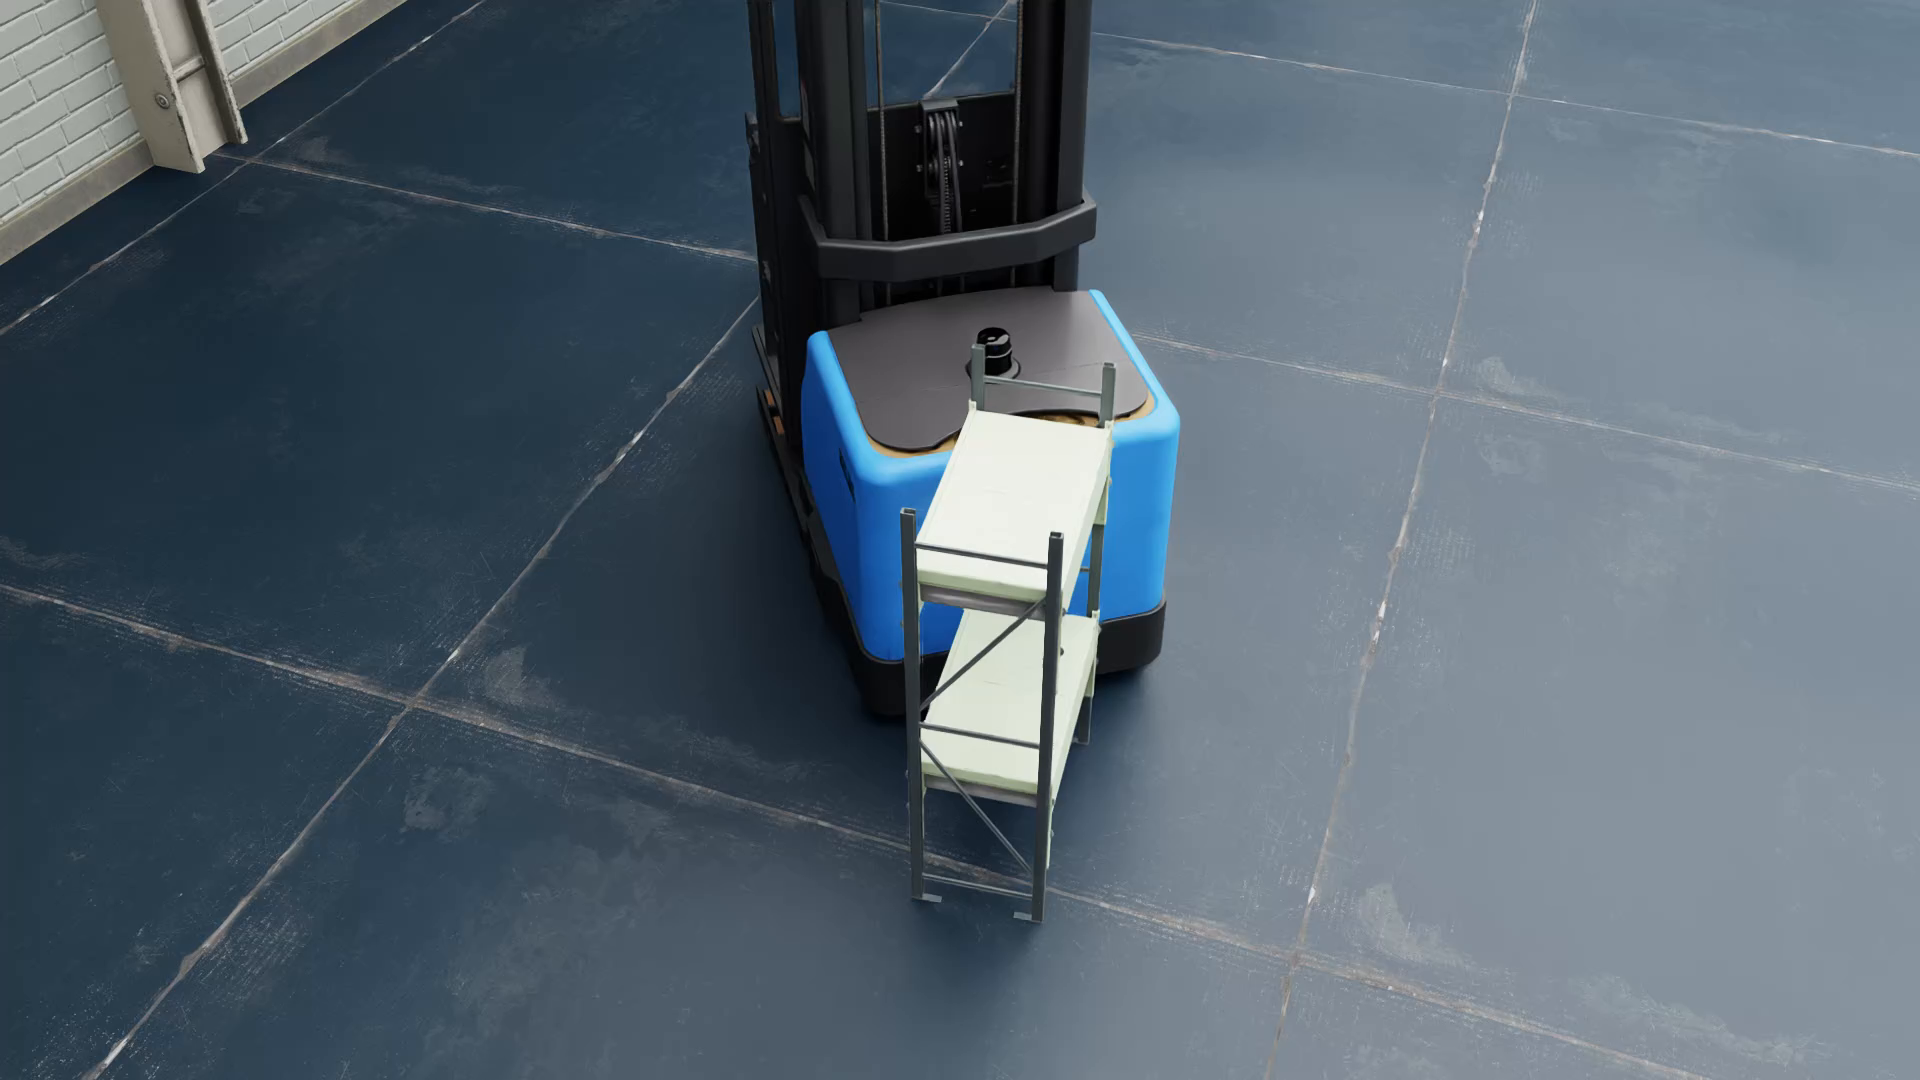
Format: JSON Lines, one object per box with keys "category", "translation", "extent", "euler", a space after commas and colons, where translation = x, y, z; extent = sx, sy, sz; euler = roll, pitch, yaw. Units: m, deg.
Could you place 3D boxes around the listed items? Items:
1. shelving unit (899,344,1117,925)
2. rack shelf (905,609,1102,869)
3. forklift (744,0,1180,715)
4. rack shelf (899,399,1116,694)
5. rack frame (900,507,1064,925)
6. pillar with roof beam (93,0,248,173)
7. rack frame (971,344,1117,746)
{"category": "shelving unit", "translation": [0.140, 0.299, 4.744], "extent": [0.431, 1.500, 0.755], "euler": [9, 41, 11]}
{"category": "rack shelf", "translation": [0.140, 0.547, 4.956], "extent": [0.431, 0.370, 0.720], "euler": [9, 41, 11]}
{"category": "forklift", "translation": [-0.196, -1.505, 5.756], "extent": [1.130, 2.935, 3.031], "euler": [-10, 42, -12]}
{"category": "rack shelf", "translation": [0.140, 0.002, 4.491], "extent": [0.431, 0.370, 0.720], "euler": [9, 41, 11]}
{"category": "rack frame", "translation": [0.052, 0.529, 4.474], "extent": [0.400, 1.500, 0.023], "euler": [9, 41, 11]}
{"category": "pillar with roof beam", "translation": [0.109, -4.480, 4.567], "extent": [9.100, 9.000, 0.400], "euler": [13, 42, 15]}
{"category": "rack frame", "translation": [0.228, 0.068, 5.014], "extent": [0.400, 1.500, 0.023], "euler": [9, 41, 11]}
